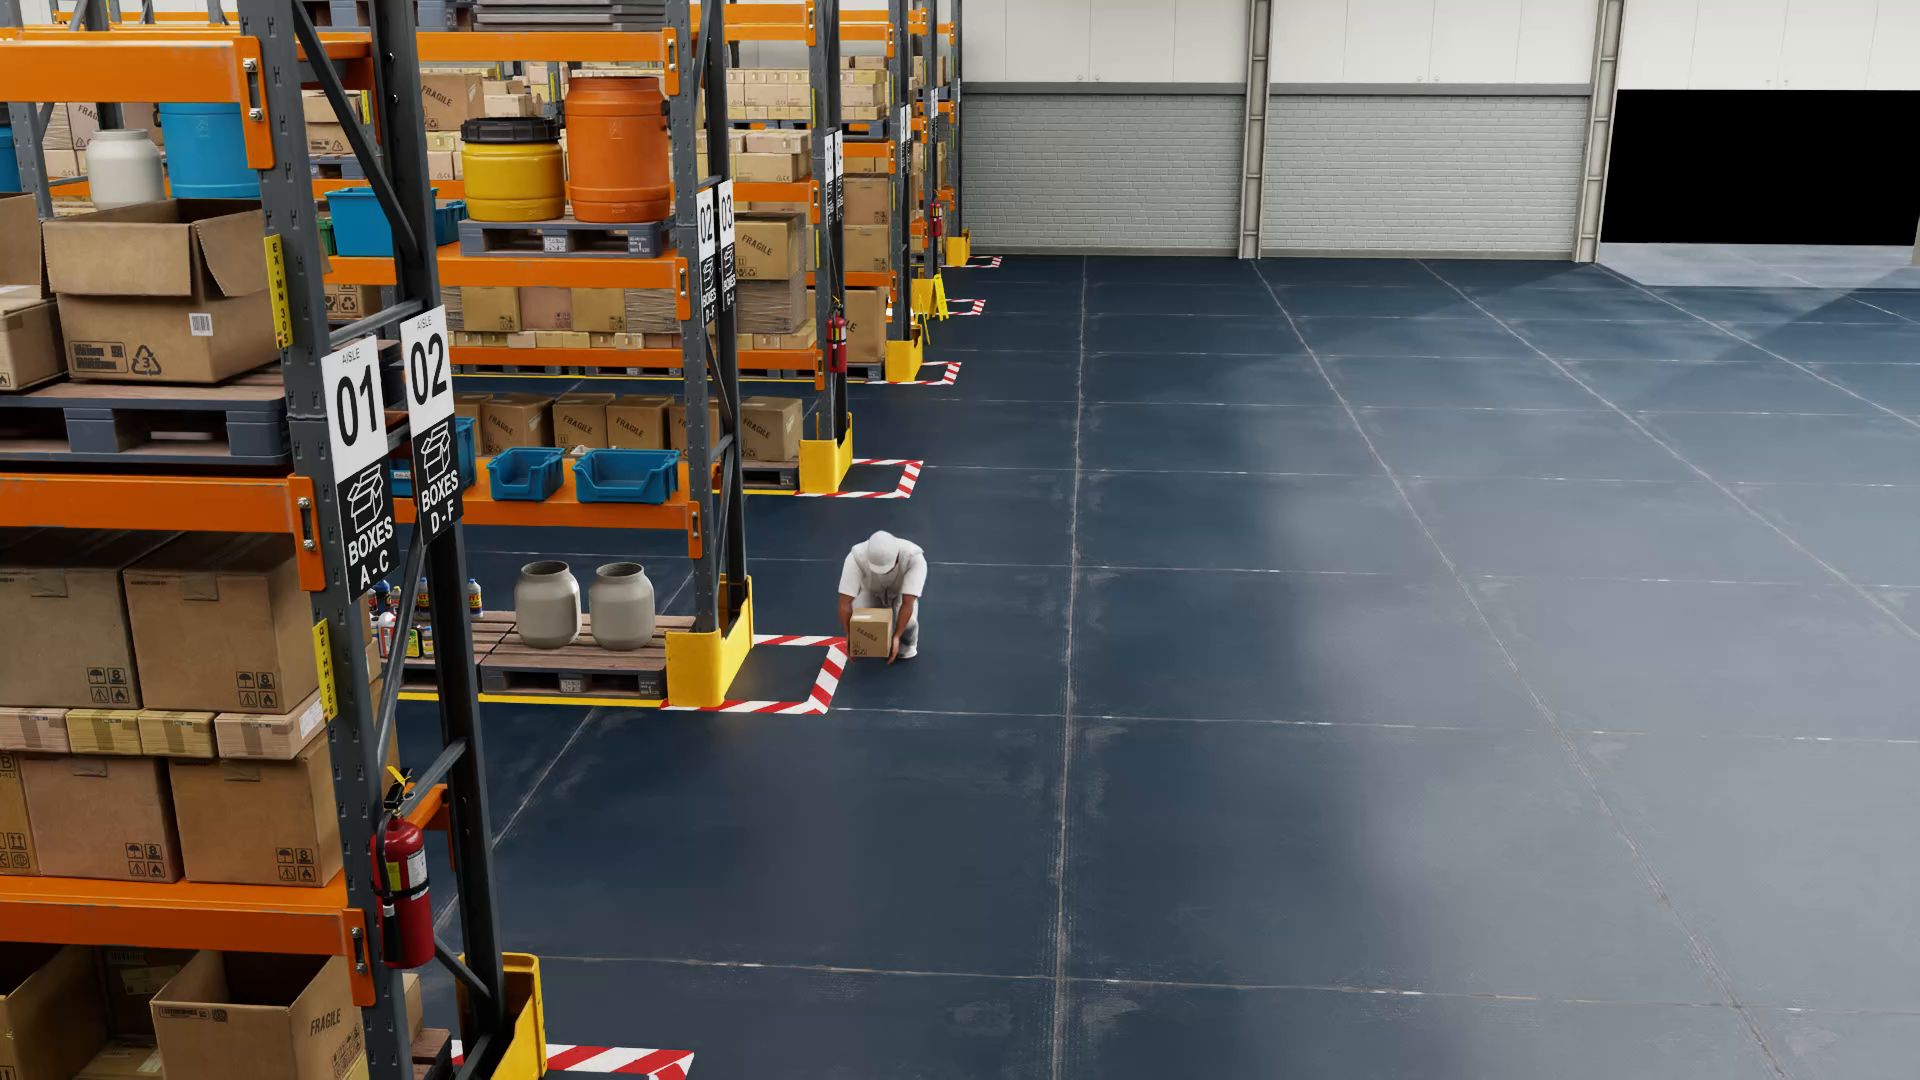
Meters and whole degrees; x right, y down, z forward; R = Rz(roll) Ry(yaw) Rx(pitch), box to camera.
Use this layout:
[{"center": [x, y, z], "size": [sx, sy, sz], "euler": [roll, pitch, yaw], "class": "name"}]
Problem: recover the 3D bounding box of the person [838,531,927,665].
[{"center": [-0.499, 0.351, 11.186], "size": [0.575, 1.000, 0.911], "euler": [3, 18, 11], "class": "person"}]
